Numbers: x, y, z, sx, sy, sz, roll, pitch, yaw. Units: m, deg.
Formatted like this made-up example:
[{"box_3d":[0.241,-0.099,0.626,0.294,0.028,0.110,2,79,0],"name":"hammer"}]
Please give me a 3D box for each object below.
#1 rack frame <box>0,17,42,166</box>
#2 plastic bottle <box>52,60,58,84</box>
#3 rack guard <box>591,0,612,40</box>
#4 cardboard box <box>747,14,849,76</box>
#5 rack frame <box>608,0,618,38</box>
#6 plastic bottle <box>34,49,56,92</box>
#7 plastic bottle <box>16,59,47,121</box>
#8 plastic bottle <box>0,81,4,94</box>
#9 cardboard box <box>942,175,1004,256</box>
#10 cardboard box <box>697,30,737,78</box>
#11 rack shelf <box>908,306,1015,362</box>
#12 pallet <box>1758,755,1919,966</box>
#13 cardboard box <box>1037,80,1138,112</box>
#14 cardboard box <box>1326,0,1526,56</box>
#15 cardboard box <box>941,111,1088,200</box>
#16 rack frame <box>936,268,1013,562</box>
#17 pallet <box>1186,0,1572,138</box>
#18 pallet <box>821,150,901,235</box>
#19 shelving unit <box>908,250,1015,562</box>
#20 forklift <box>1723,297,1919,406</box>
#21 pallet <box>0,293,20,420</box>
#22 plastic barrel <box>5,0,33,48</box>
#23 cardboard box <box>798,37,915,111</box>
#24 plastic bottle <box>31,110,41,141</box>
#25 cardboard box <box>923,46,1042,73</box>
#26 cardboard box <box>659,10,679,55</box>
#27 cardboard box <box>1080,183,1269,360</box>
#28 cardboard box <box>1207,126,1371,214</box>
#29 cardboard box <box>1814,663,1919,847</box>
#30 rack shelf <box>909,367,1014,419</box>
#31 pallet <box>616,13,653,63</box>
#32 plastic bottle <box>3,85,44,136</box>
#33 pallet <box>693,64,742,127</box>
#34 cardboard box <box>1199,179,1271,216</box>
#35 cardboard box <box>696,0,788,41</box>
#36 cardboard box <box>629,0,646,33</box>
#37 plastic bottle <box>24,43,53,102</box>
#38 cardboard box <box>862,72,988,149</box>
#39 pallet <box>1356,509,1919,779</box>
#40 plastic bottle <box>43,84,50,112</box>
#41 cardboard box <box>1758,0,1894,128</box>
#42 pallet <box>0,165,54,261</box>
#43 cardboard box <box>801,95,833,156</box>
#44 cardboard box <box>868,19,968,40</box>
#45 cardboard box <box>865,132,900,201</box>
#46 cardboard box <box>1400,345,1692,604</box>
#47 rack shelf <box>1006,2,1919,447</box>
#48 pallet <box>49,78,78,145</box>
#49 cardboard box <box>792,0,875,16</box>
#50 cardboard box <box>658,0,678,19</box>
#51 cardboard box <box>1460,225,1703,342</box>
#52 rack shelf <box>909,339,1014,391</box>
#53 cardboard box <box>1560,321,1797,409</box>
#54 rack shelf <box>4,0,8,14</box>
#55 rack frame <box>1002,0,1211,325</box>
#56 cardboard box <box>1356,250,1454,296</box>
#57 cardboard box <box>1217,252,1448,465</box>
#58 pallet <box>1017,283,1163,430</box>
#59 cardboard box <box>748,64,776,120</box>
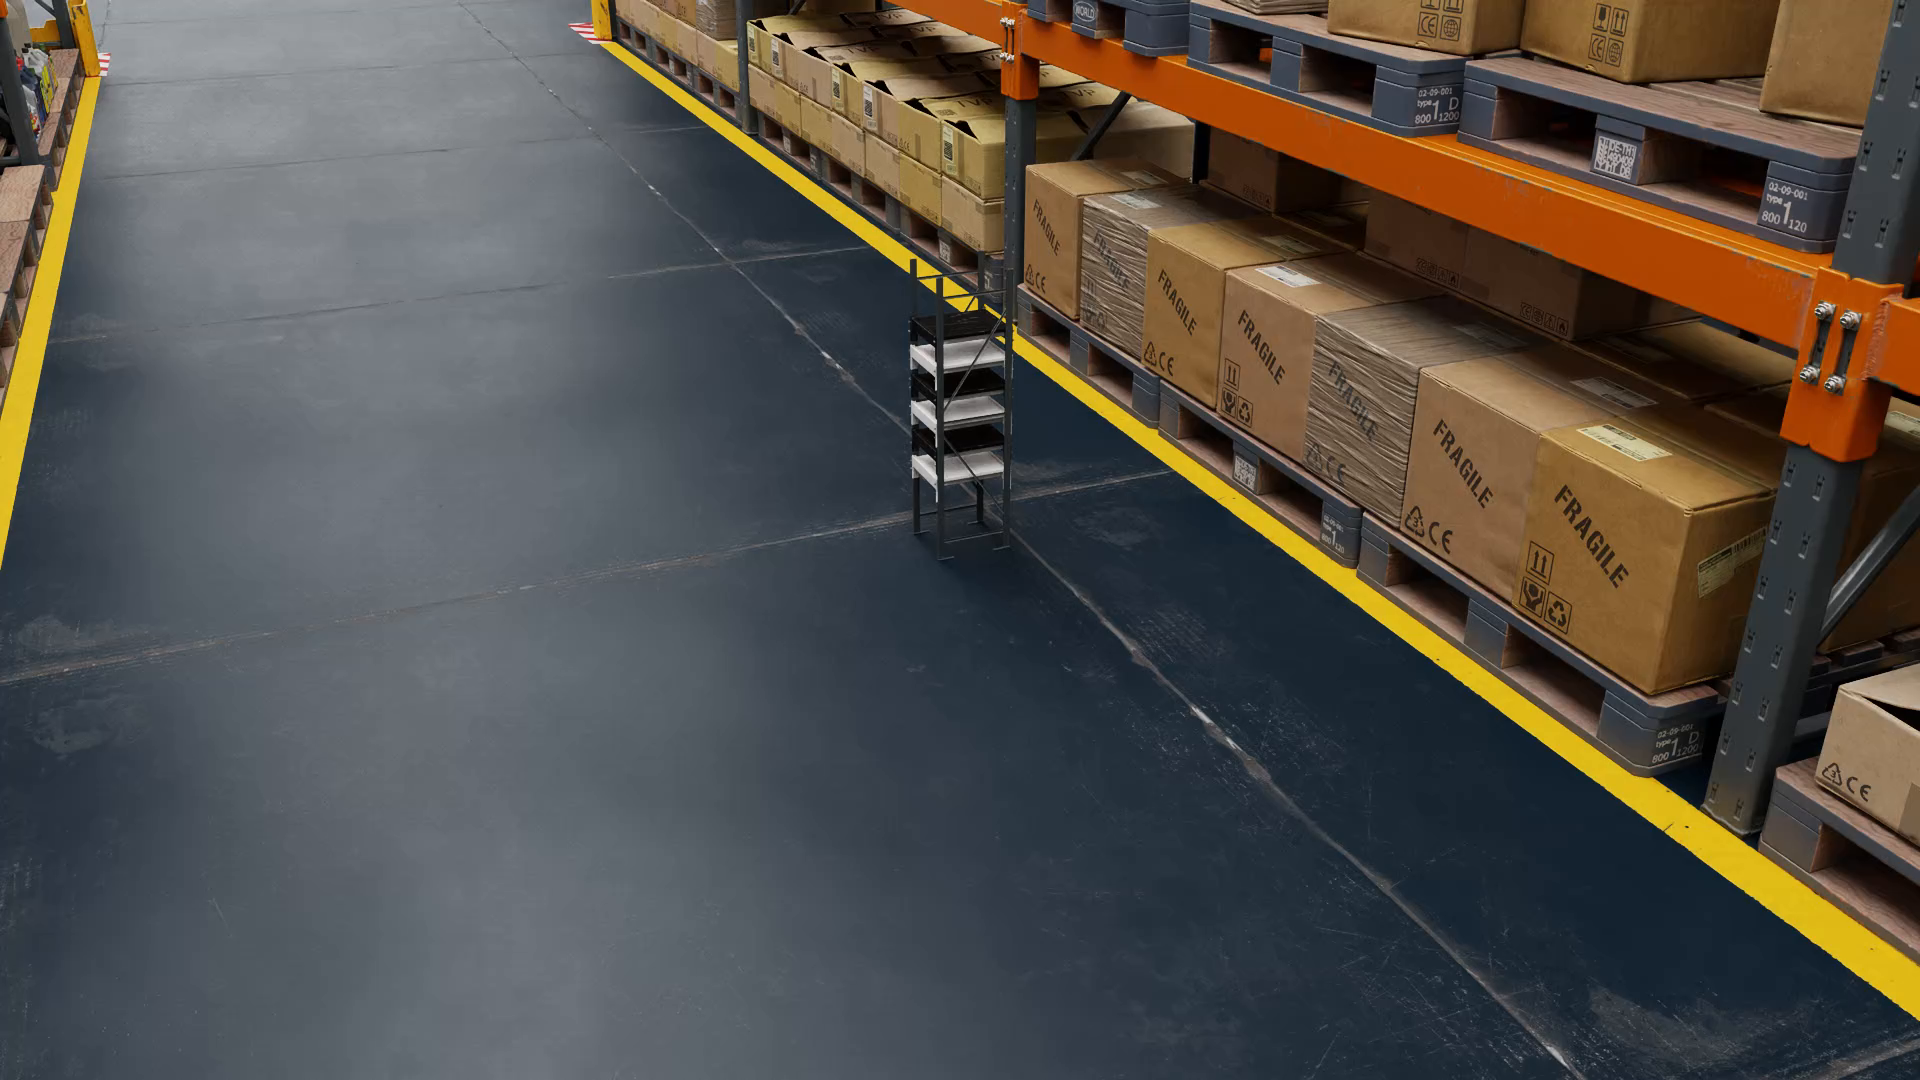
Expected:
[{"box_3d":[-5.456,-3.147,8.278,1.000,3.000,0.127,-11,28,-21],"name":"rack frame"},{"box_3d":[-5.900,-3.036,10.738,0.097,0.201,0.097,0,26,0],"name":"plastic bottle"},{"box_3d":[-2.473,-4.498,13.893,1.175,0.500,0.348,-11,28,-21],"name":"rack guard"},{"box_3d":[-0.964,-2.993,9.976,0.500,0.311,0.500,-10,28,-20],"name":"cardboard box"},{"box_3d":[-2.463,-5.612,13.325,1.000,3.000,0.127,-11,28,-21],"name":"rack frame"},{"box_3d":[-5.827,-2.963,10.504,0.152,0.276,0.135,-10,28,-20],"name":"plastic bottle"},{"box_3d":[-5.464,-2.628,9.732,0.144,0.351,0.185,-12,28,-23],"name":"plastic bottle"},{"box_3d":[-5.523,-2.527,9.525,0.144,0.351,0.185,-11,28,-21],"name":"plastic bottle"},{"box_3d":[0.239,-1.506,7.571,0.500,0.250,0.500,-10,28,-19],"name":"cardboard box"},{"box_3d":[-1.466,-3.303,11.252,0.500,0.250,0.500,-11,28,-21],"name":"cardboard box"},{"box_3d":[0.003,-0.614,4.942,0.258,0.077,0.200,-11,28,-21],"name":"rack shelf"},{"box_3d":[2.504,0.763,3.447,1.003,0.211,1.213,-11,28,-21],"name":"pallet"},{"box_3d":[0.521,-2.060,8.066,0.500,0.311,0.500,-11,28,-22],"name":"cardboard box"},{"box_3d":[1.487,-1.704,4.728,0.700,0.500,0.500,-19,32,-33],"name":"cardboard box"},{"box_3d":[0.238,-1.756,7.445,0.500,0.311,0.500,-10,28,-19],"name":"cardboard box"},{"box_3d":[0.043,-0.360,4.962,0.240,0.900,0.006,-11,28,-21],"name":"rack frame"},{"box_3d":[1.435,-1.512,5.146,1.003,0.211,1.213,-11,28,-21],"name":"pallet"},{"box_3d":[-0.091,-1.960,9.024,1.003,0.211,1.213,-11,28,-21],"name":"pallet"},{"box_3d":[0.003,-0.401,5.046,0.258,0.900,0.210,-11,28,-21],"name":"shelving unit"},{"box_3d":[3.280,-1.615,5.217,1.130,2.935,3.031,-10,28,-19],"name":"forklift"},{"box_3d":[-4.157,-0.599,6.236,1.003,0.211,1.213,-11,28,-21],"name":"pallet"},{"box_3d":[-6.695,-3.580,11.521,0.421,0.512,0.421,0,26,0],"name":"plastic barrel"},{"box_3d":[-0.569,-2.581,9.133,0.500,0.311,0.500,-12,28,-22],"name":"cardboard box"},{"box_3d":[-5.217,-2.333,9.297,0.097,0.201,0.097,0,26,0],"name":"plastic bottle"},{"box_3d":[0.122,-2.474,8.914,0.500,0.311,0.500,-11,28,-21],"name":"cardboard box"},{"box_3d":[-1.872,-3.704,12.074,0.500,0.250,0.500,-11,28,-21],"name":"cardboard box"},{"box_3d":[0.795,-1.013,6.254,0.500,0.500,0.500,-12,28,-22],"name":"cardboard box"},{"box_3d":[1.278,-1.434,6.262,0.500,0.250,0.500,-9,28,-19],"name":"cardboard box"},{"box_3d":[2.201,0.450,3.473,0.500,0.311,0.500,-11,28,-21],"name":"cardboard box"},{"box_3d":[0.003,-0.452,5.021,0.258,0.077,0.200,-11,28,-21],"name":"rack shelf"},{"box_3d":[-2.125,-4.057,13.319,1.003,0.211,1.213,-11,28,-21],"name":"pallet"},{"box_3d":[-5.329,-2.451,9.454,0.152,0.276,0.135,-10,28,-19],"name":"plastic bottle"},{"box_3d":[-1.170,-3.072,11.302,1.003,0.211,1.213,-11,28,-21],"name":"pallet"},{"box_3d":[1.252,-1.119,6.471,0.500,0.500,0.500,-9,28,-19],"name":"cardboard box"},{"box_3d":[-1.465,-3.641,11.088,0.500,0.500,0.500,-11,28,-21],"name":"cardboard box"},{"box_3d":[-2.259,-4.109,12.902,0.500,0.250,0.500,-11,28,-21],"name":"cardboard box"},{"box_3d":[-5.704,-2.875,10.237,0.144,0.351,0.185,-9,28,-18],"name":"plastic bottle"},{"box_3d":[-0.167,-2.169,8.291,0.500,0.311,0.500,-11,28,-21],"name":"cardboard box"},{"box_3d":[1.883,0.164,4.674,1.003,0.211,1.213,-11,28,-21],"name":"pallet"},{"box_3d":[-5.554,-2.679,10.007,0.097,0.201,0.097,0,26,0],"name":"plastic bottle"},{"box_3d":[2.256,-1.231,3.759,0.700,0.500,0.500,-22,34,-37],"name":"cardboard box"},{"box_3d":[-5.113,-1.584,8.254,1.003,0.211,1.213,-11,28,-21],"name":"pallet"},{"box_3d":[-0.563,-2.330,9.258,0.500,0.250,0.500,-11,28,-22],"name":"cardboard box"},{"box_3d":[-0.265,-2.879,9.744,0.500,0.311,0.500,-10,28,-19],"name":"cardboard box"},{"box_3d":[-0.160,-1.917,8.412,0.500,0.250,0.500,-10,28,-19],"name":"cardboard box"},{"box_3d":[1.593,-0.193,4.574,0.500,0.500,0.500,-10,28,-20],"name":"cardboard box"},{"box_3d":[1.453,-1.252,5.214,1.077,0.370,4.000,-11,28,-21],"name":"rack shelf"},{"box_3d":[-6.162,-2.666,10.470,1.003,0.211,1.213,-11,28,-21],"name":"pallet"},{"box_3d":[-0.790,-3.528,10.858,0.500,0.500,0.500,-11,28,-21],"name":"cardboard box"},{"box_3d":[-1.873,-4.041,11.909,0.500,0.500,0.500,-11,28,-21],"name":"cardboard box"},{"box_3d":[1.879,-0.820,5.003,0.500,0.250,0.500,-11,28,-20],"name":"cardboard box"},{"box_3d":[0.003,-0.533,4.981,0.258,0.077,0.200,-11,28,-21],"name":"rack shelf"},{"box_3d":[2.052,-0.292,4.778,0.500,0.500,0.500,-10,28,-20],"name":"cardboard box"},{"box_3d":[-6.239,-3.632,10.089,1.077,0.370,4.000,-11,28,-21],"name":"rack shelf"},{"box_3d":[0.670,-2.382,6.710,1.000,3.000,0.127,-11,28,-21],"name":"rack frame"},{"box_3d":[1.665,-0.700,5.612,0.500,0.500,0.500,-12,28,-23],"name":"cardboard box"},{"box_3d":[1.196,-0.600,5.408,0.500,0.500,0.500,-12,28,-22],"name":"cardboard box"},{"box_3d":[0.927,-0.821,6.691,1.003,0.211,1.213,-11,28,-21],"name":"pallet"},{"box_3d":[-0.967,-2.745,10.108,0.500,0.250,0.500,-11,28,-22],"name":"cardboard box"}]
